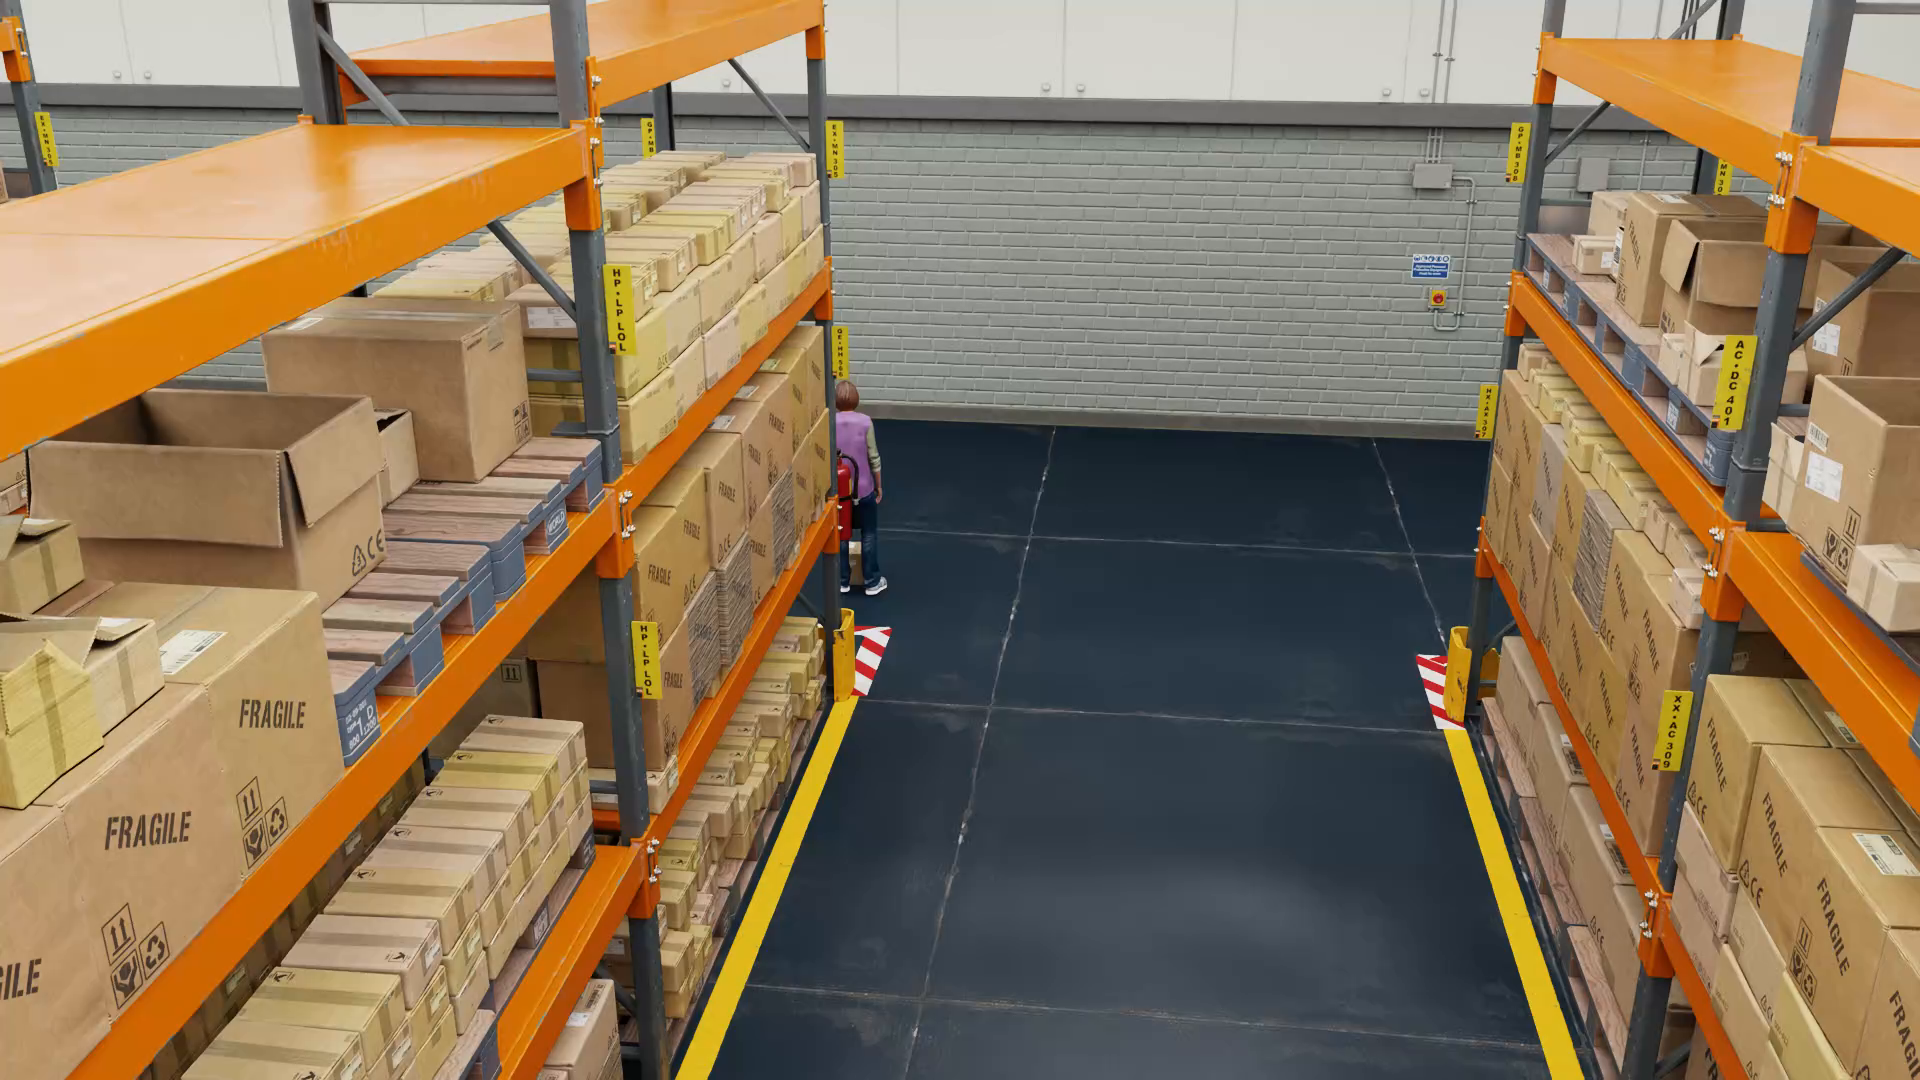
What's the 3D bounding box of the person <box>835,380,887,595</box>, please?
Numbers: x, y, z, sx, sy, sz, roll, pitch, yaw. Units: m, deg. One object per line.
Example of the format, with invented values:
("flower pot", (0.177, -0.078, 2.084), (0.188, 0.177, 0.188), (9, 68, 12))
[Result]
("person", (-0.786, -0.368, 12.037), (0.476, 1.591, 0.377), (1, 22, 3))
